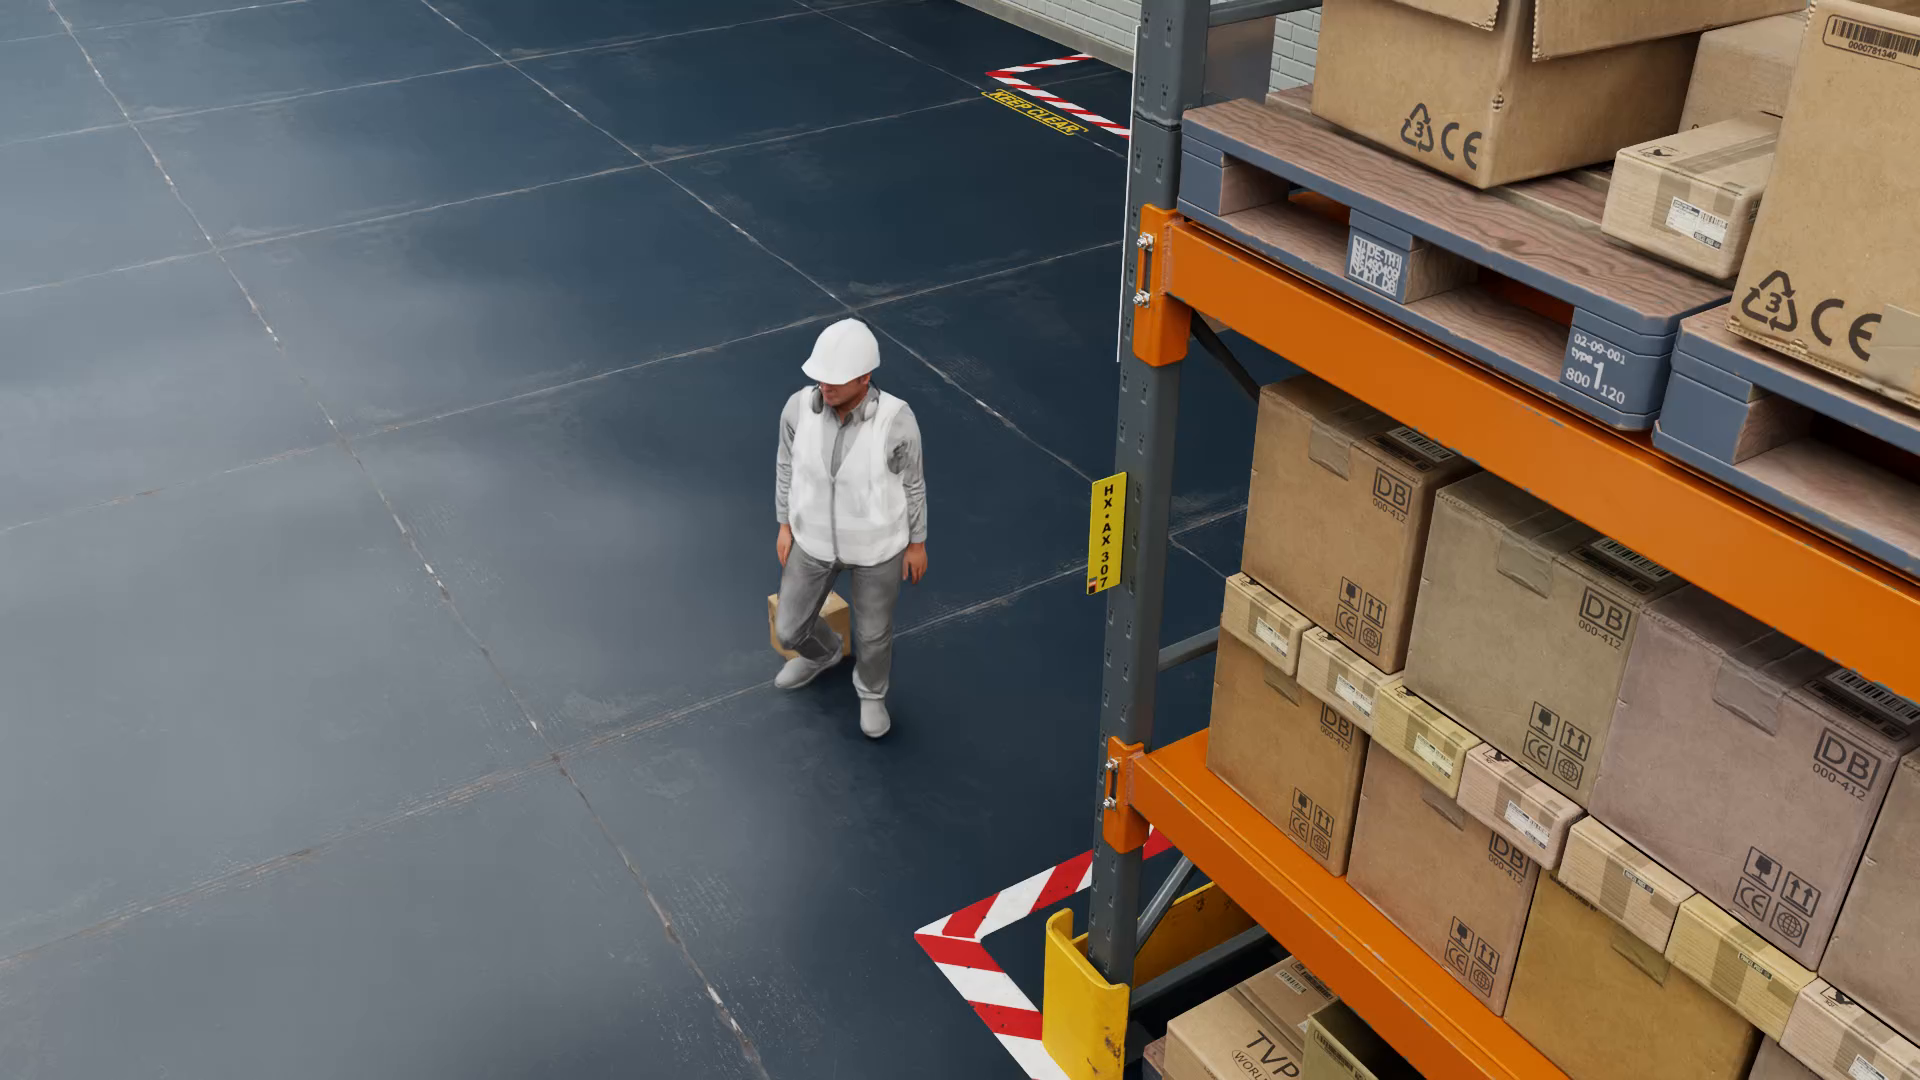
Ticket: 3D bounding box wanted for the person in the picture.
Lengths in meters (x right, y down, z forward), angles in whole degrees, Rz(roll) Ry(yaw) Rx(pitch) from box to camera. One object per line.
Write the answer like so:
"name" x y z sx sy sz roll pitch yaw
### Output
"person" -0.444 -0.039 6.148 0.659 1.756 0.496 7 33 11
